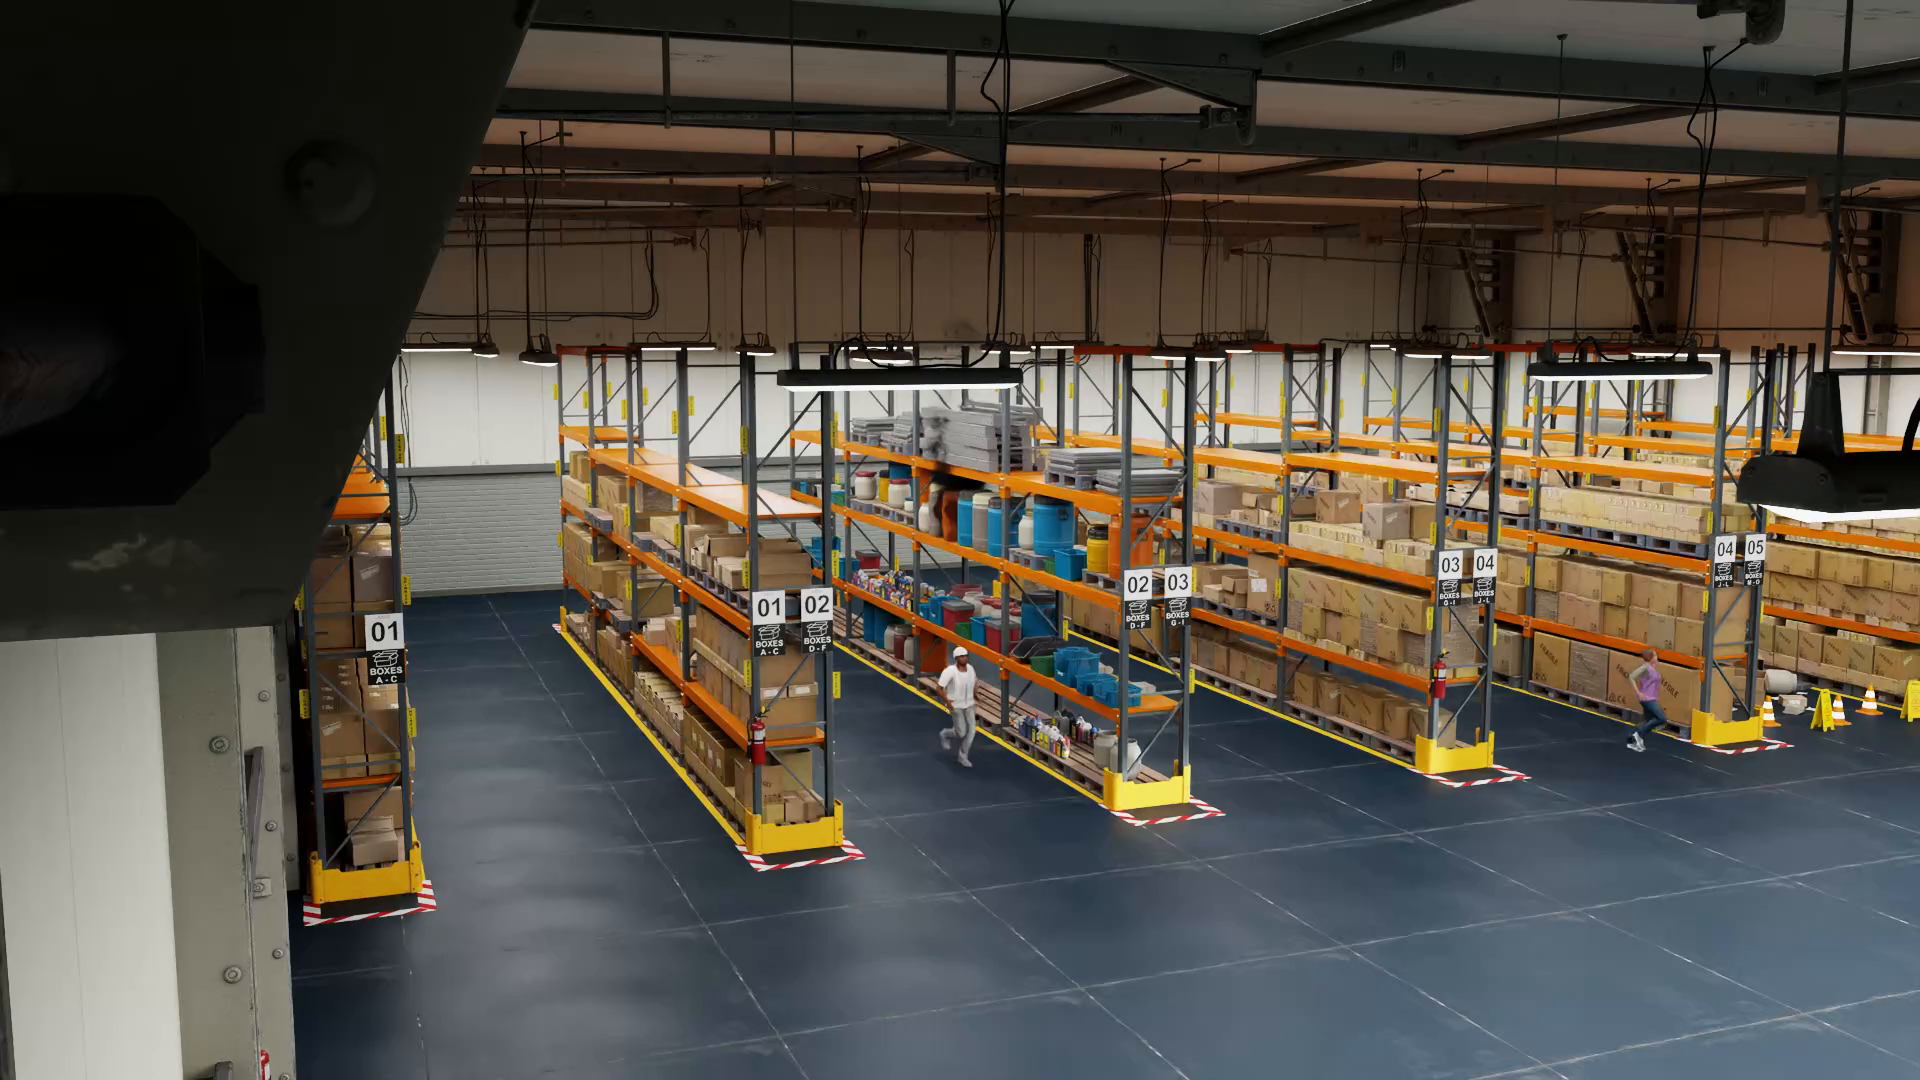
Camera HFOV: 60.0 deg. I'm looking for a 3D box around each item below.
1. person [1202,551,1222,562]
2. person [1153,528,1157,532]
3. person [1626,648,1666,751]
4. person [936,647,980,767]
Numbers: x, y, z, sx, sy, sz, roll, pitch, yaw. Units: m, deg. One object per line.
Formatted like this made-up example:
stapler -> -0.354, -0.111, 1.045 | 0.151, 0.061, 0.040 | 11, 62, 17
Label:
person -> 6.302, 0.277, 41.483 | 0.517, 1.595, 0.642 | 1, 7, 9
person -> 4.468, 0.511, 39.506 | 0.643, 1.649, 0.857 | 1, 7, 9
person -> 10.320, 2.400, 24.917 | 0.557, 1.544, 0.528 | 5, 9, 36
person -> -0.014, 2.410, 24.313 | 0.710, 1.737, 0.654 | -5, 9, -33
